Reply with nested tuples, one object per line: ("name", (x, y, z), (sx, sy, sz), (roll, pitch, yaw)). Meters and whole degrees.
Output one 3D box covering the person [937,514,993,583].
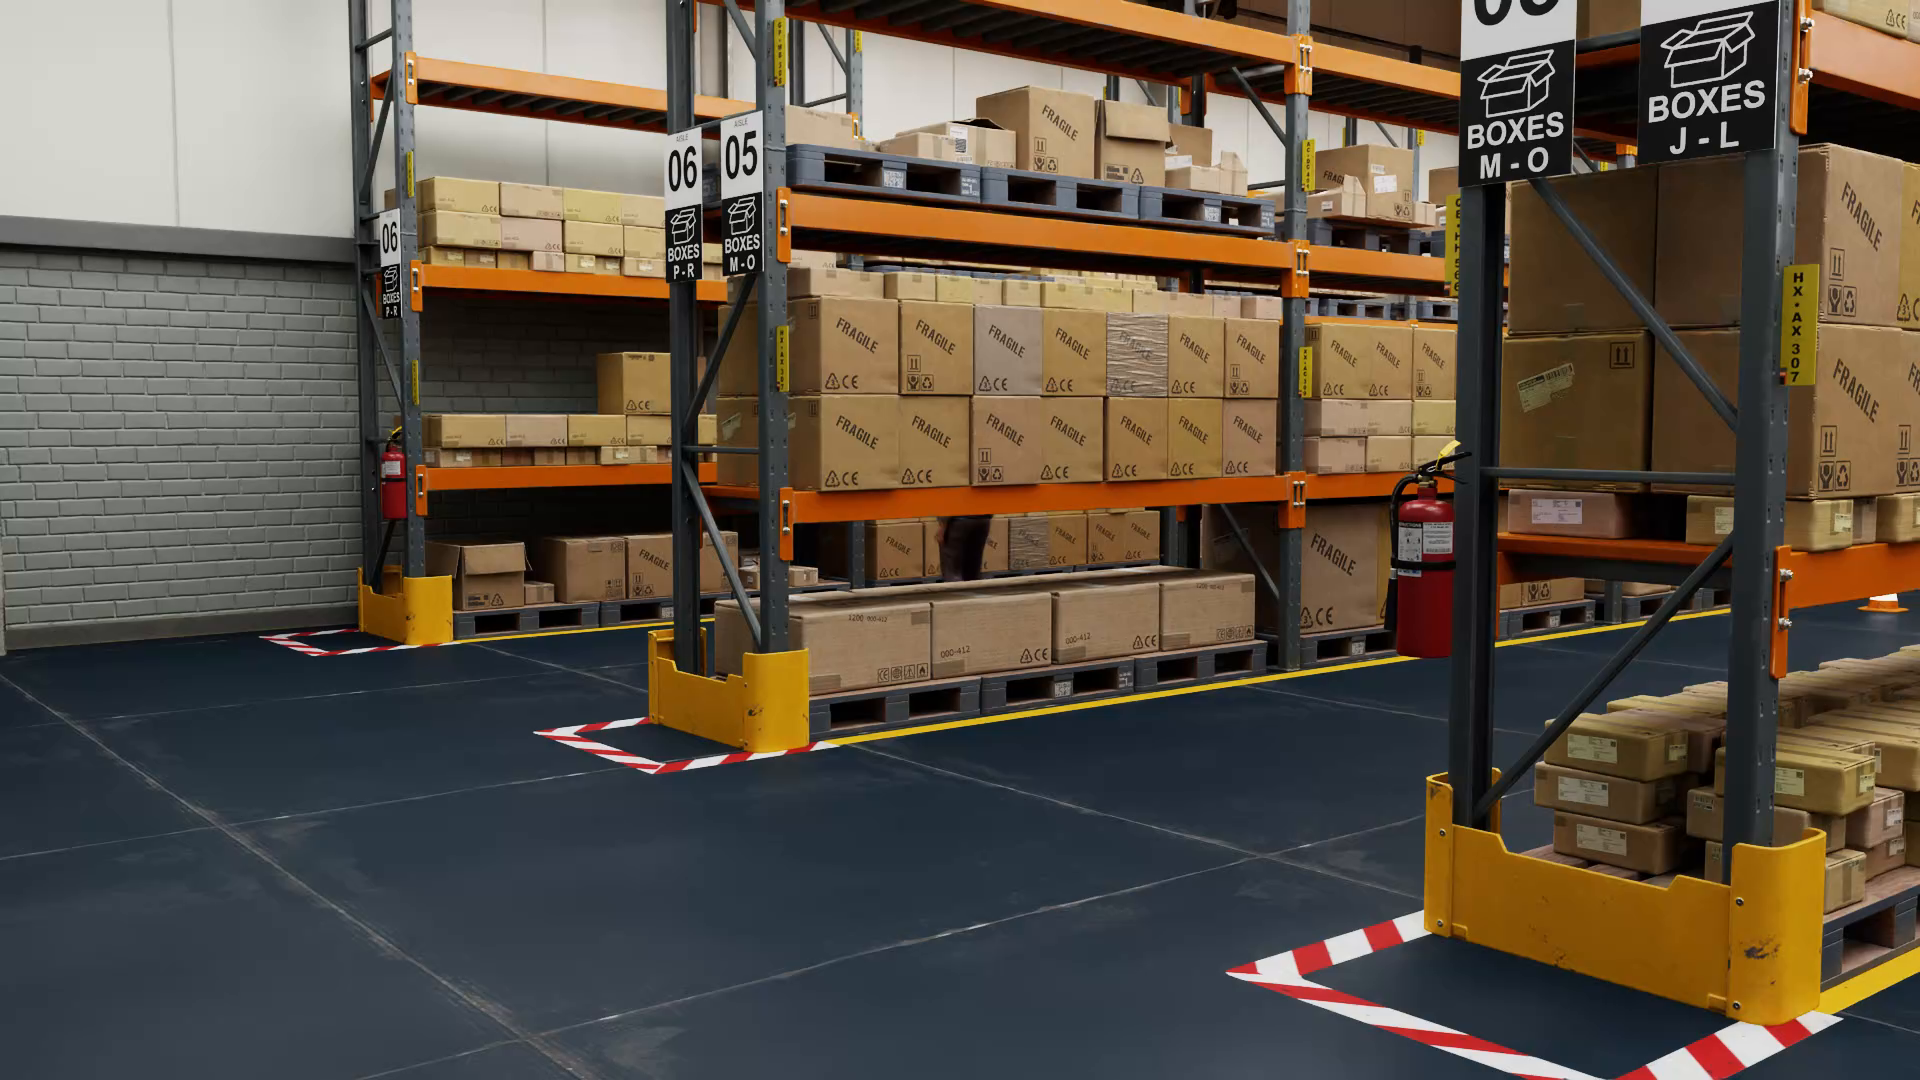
("person", (0.020, -0.104, 12.626), (0.555, 1.743, 0.570), (-3, 5, -39))
